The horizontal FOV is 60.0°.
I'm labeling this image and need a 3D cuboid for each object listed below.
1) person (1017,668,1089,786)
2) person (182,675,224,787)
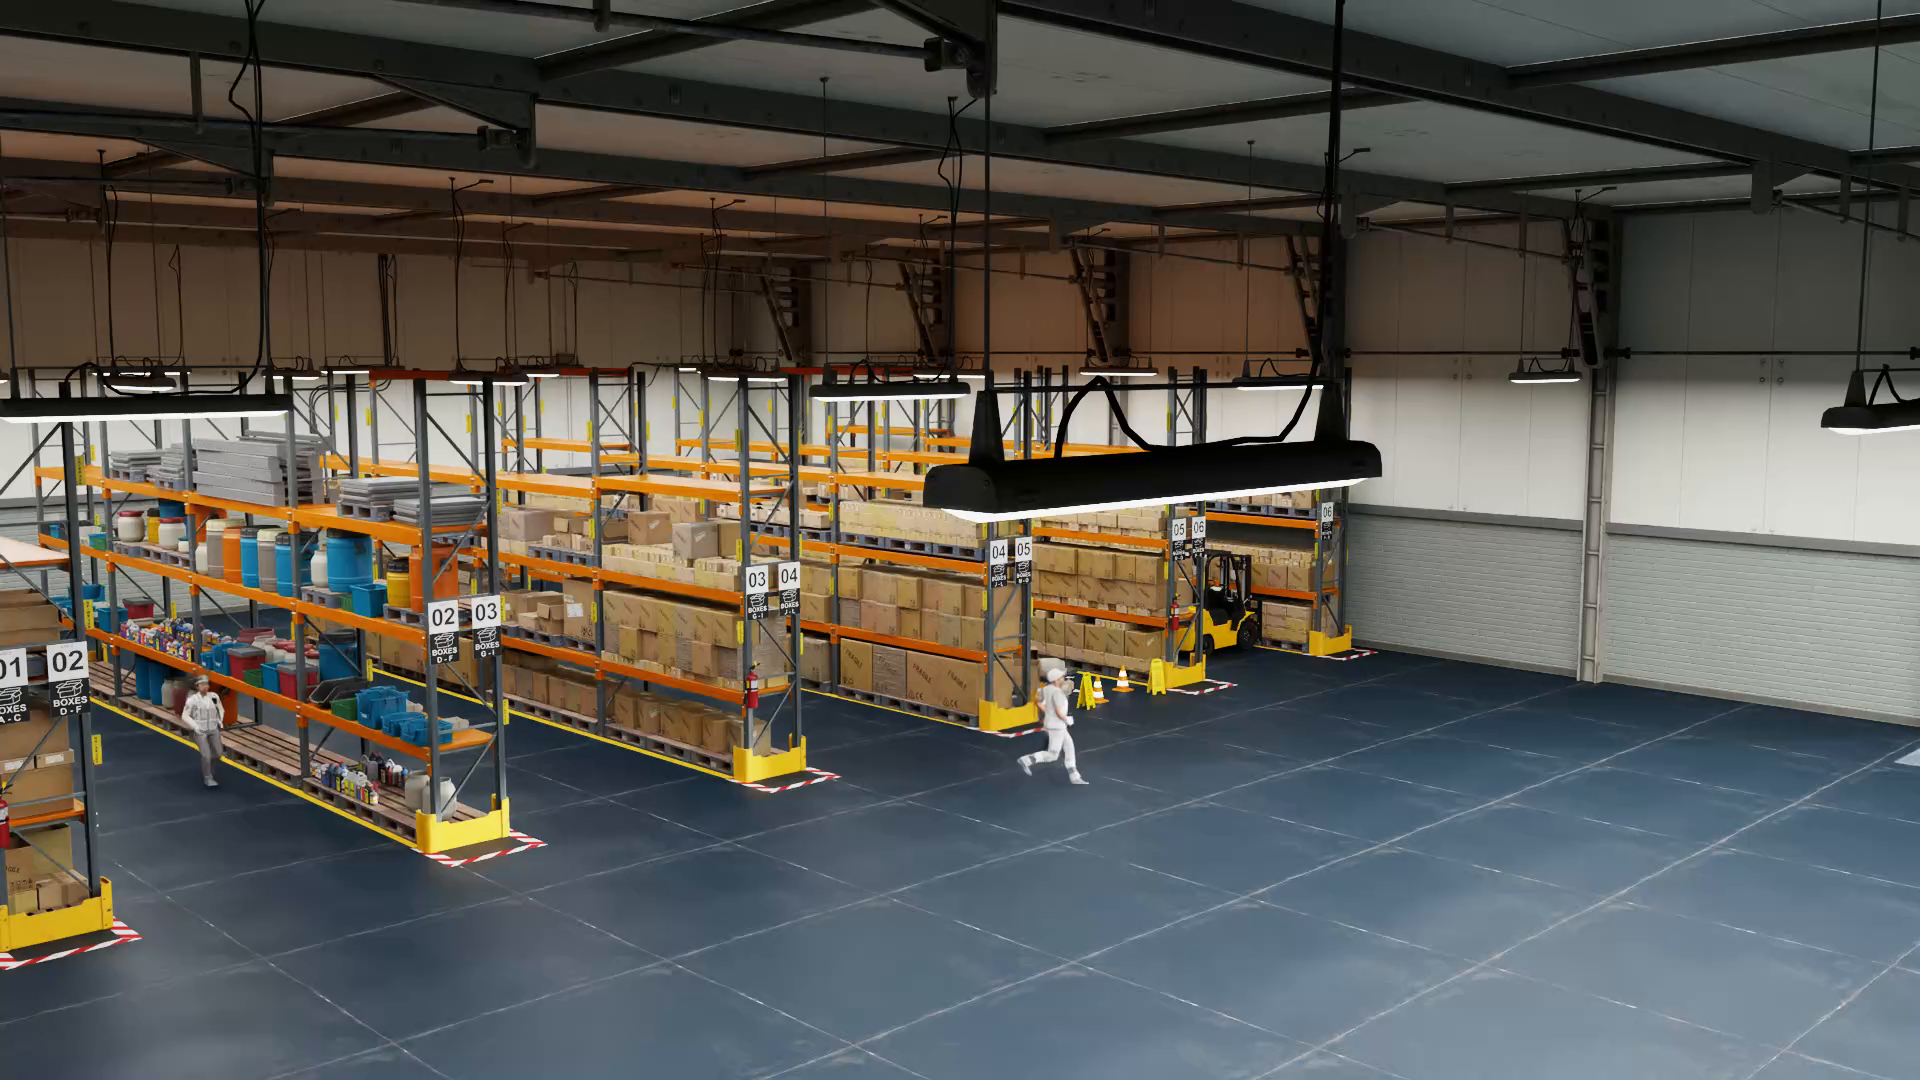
[{"bbox_3d":[1.364,2.747,24.199,1.100,1.773,0.630,-1,7,-8],"label":"person"},{"bbox_3d":[-11.034,2.771,24.307,0.599,1.652,0.544,-6,9,-44],"label":"person"}]
